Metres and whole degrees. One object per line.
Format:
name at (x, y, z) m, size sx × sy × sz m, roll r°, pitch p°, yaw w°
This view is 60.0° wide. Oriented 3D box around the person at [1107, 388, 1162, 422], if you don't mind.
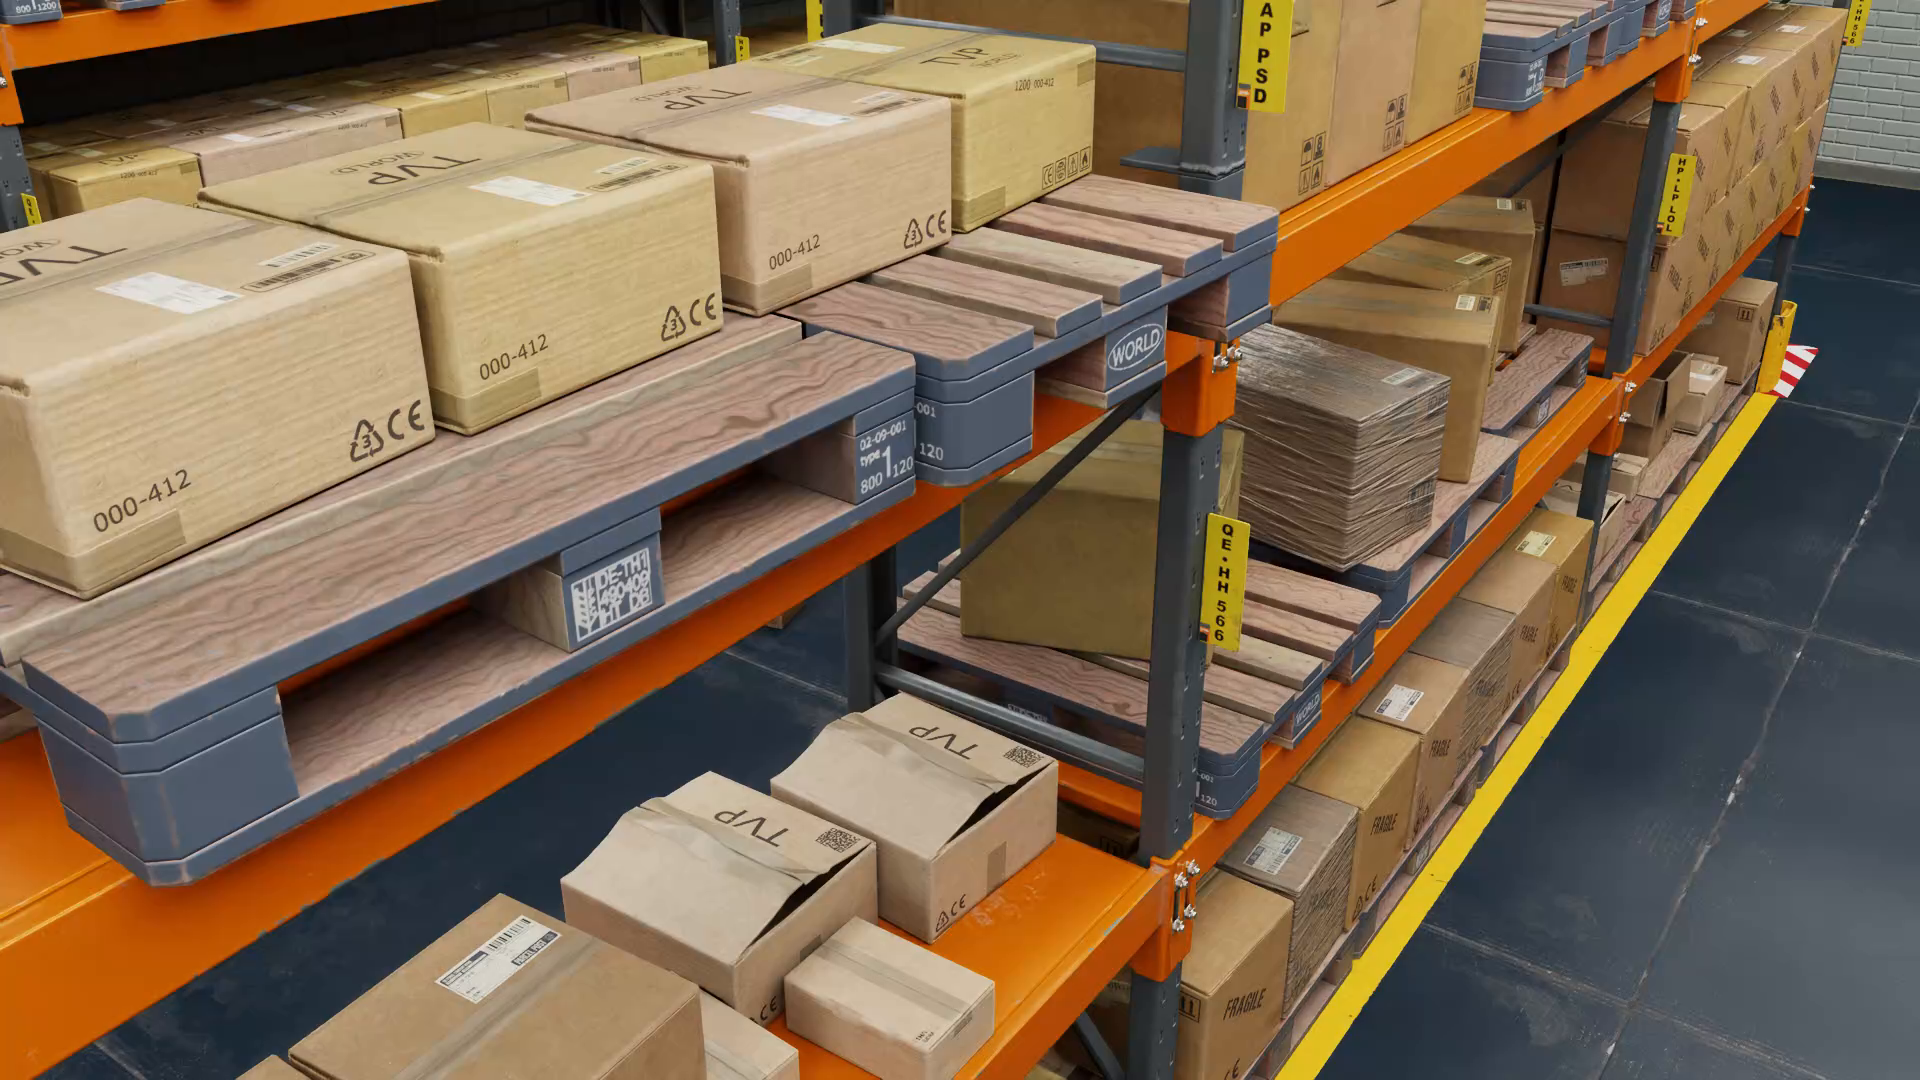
person at (0.954, -1.045, 8.606) m, size 0.567 × 1.775 × 0.491 m, roll 21°, pitch 33°, yaw 35°
